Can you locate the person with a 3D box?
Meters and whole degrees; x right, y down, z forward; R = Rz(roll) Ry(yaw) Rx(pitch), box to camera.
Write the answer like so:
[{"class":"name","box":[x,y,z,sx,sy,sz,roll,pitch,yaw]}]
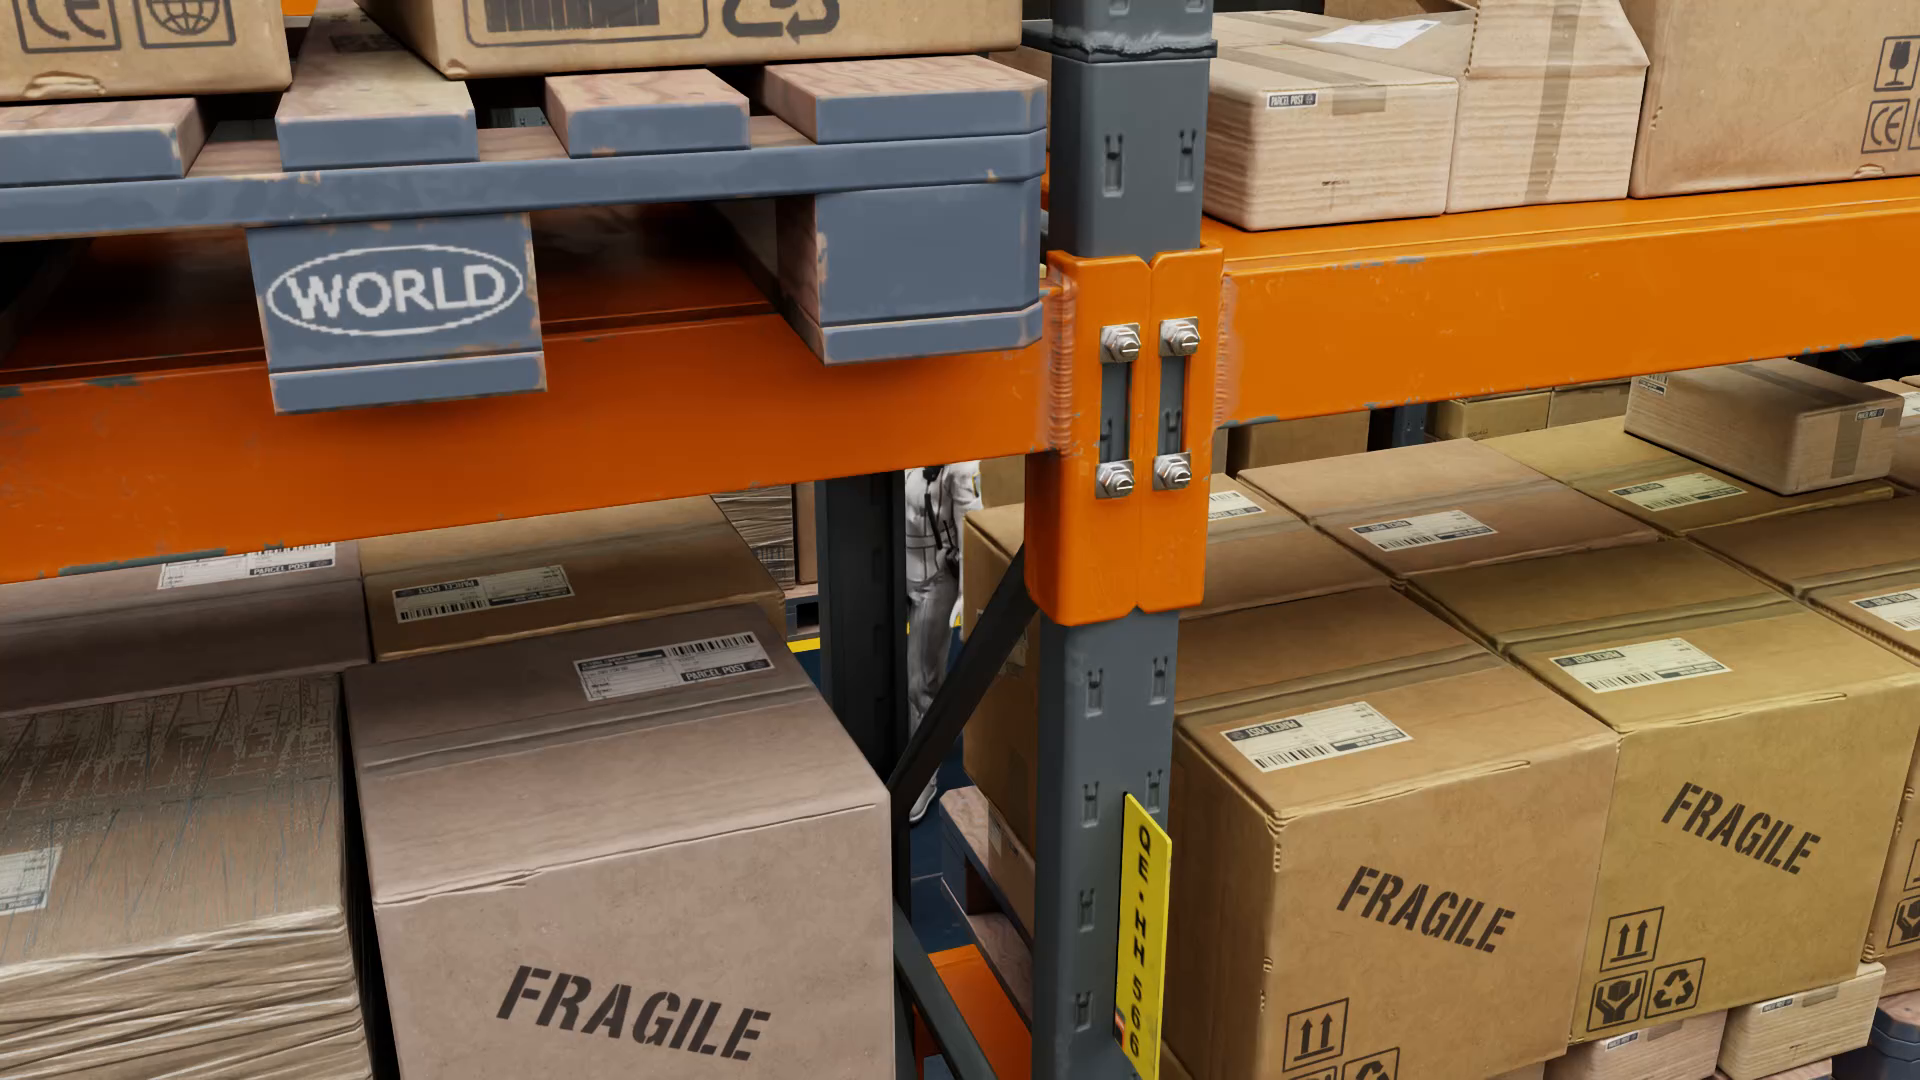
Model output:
[{"class":"person","box":[-0.139,0.124,5.758,0.512,1.657,0.625,10,25,22]}]
